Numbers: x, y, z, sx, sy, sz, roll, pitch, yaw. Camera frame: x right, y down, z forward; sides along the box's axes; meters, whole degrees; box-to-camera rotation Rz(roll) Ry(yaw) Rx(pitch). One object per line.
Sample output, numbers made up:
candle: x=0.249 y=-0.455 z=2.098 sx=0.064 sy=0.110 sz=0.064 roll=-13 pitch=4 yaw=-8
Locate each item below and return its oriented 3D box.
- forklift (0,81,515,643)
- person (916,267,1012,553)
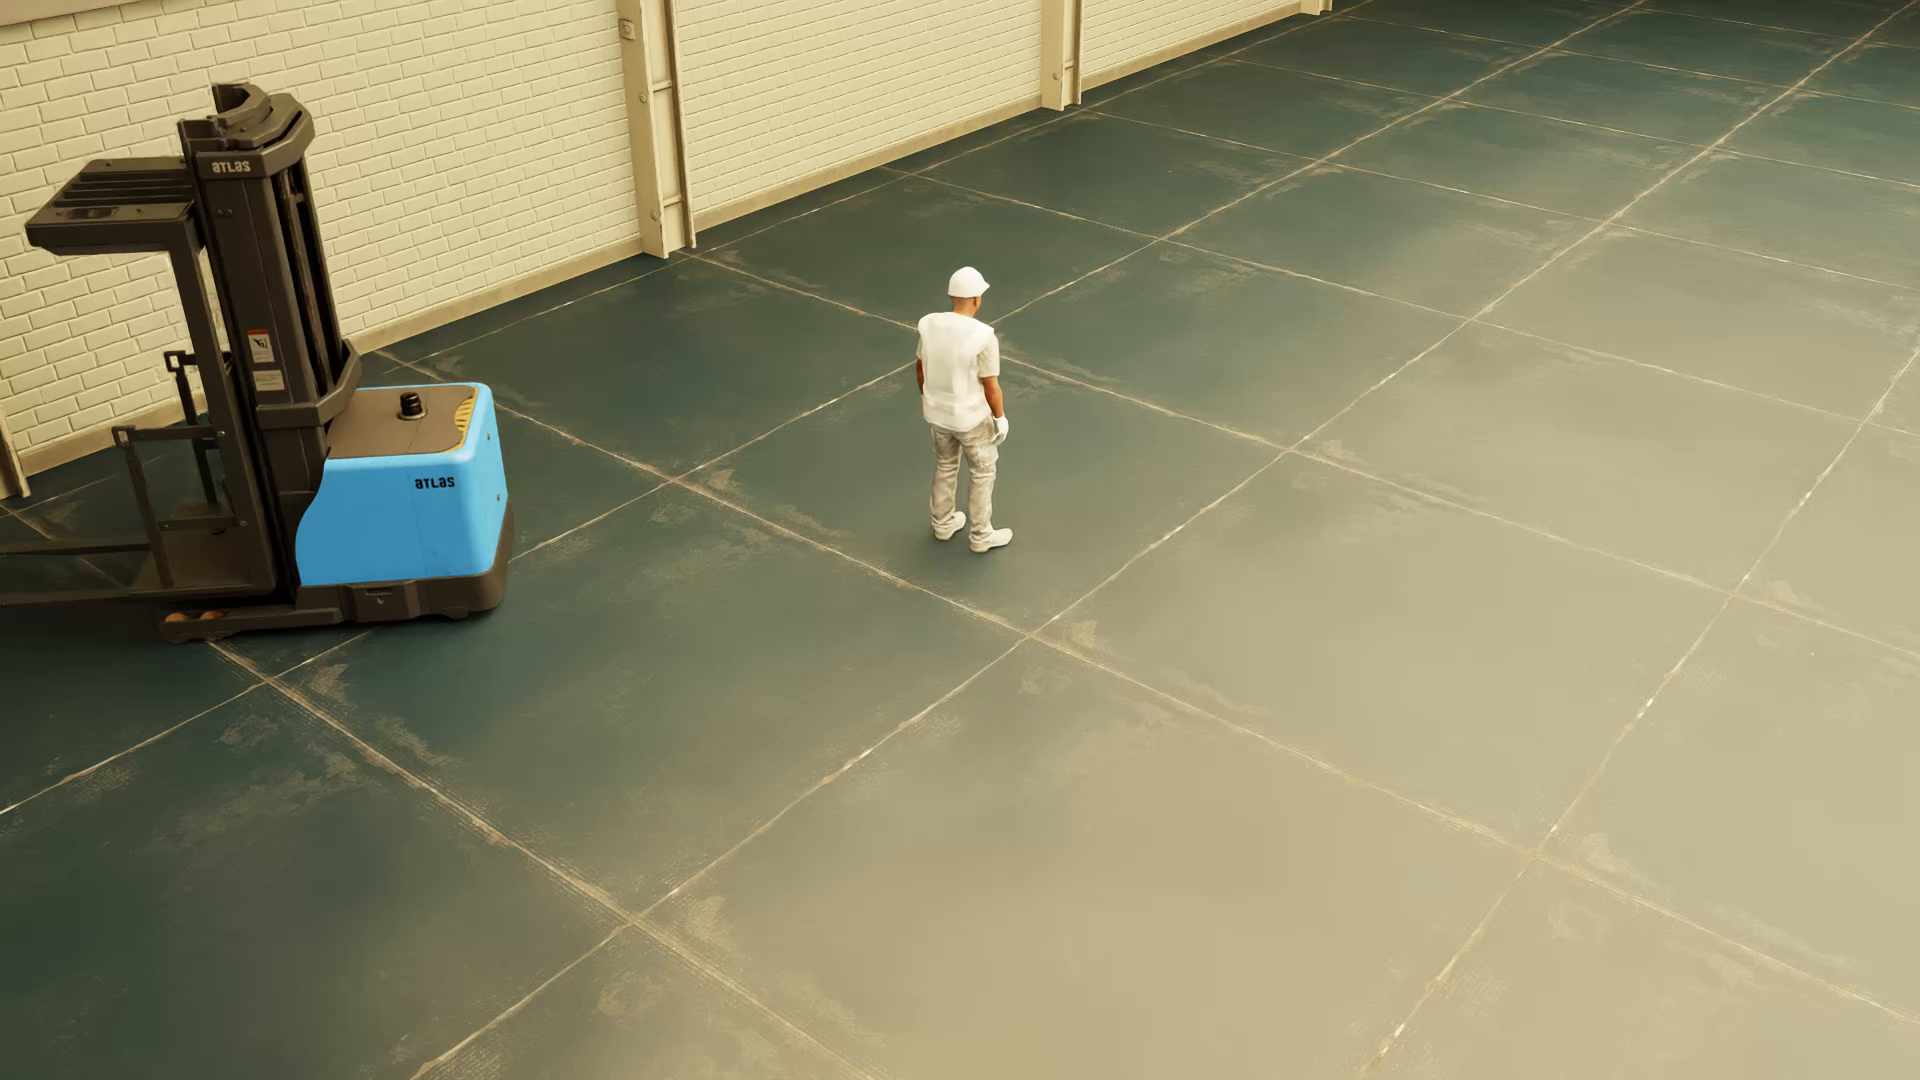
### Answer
forklift: x=-4.250 y=-0.961 z=9.240 sx=3.031 sy=2.935 sz=1.130 roll=-4 pitch=31 yaw=-6
person: x=0.019 y=-0.781 z=10.083 sx=0.617 sy=1.773 sz=0.449 roll=21 pitch=36 yaw=31
